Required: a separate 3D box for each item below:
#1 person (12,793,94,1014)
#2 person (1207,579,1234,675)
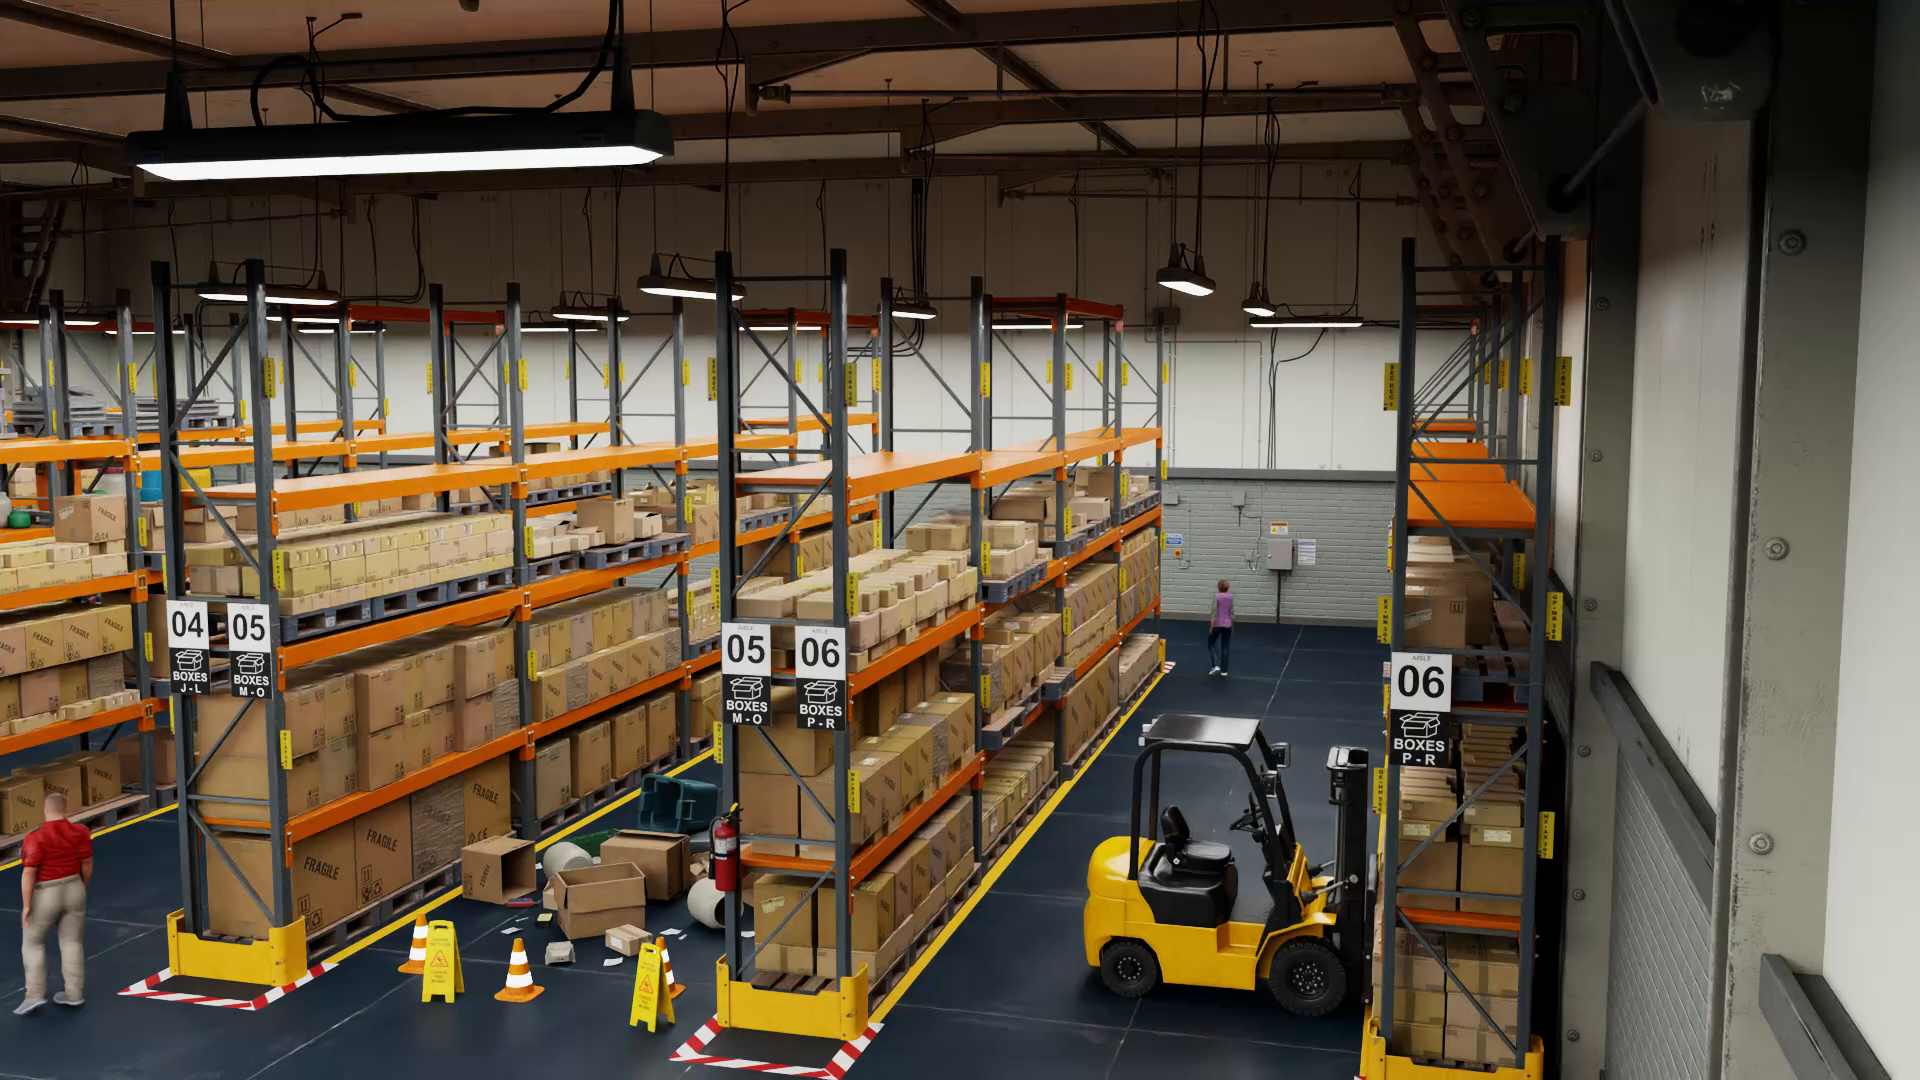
[{"bbox_3d":[-7.278,2.940,13.356,0.426,1.788,0.627,5,8,39],"label":"person"},{"bbox_3d":[4.347,1.453,27.594,0.431,1.600,0.362,-2,6,-15],"label":"person"}]
